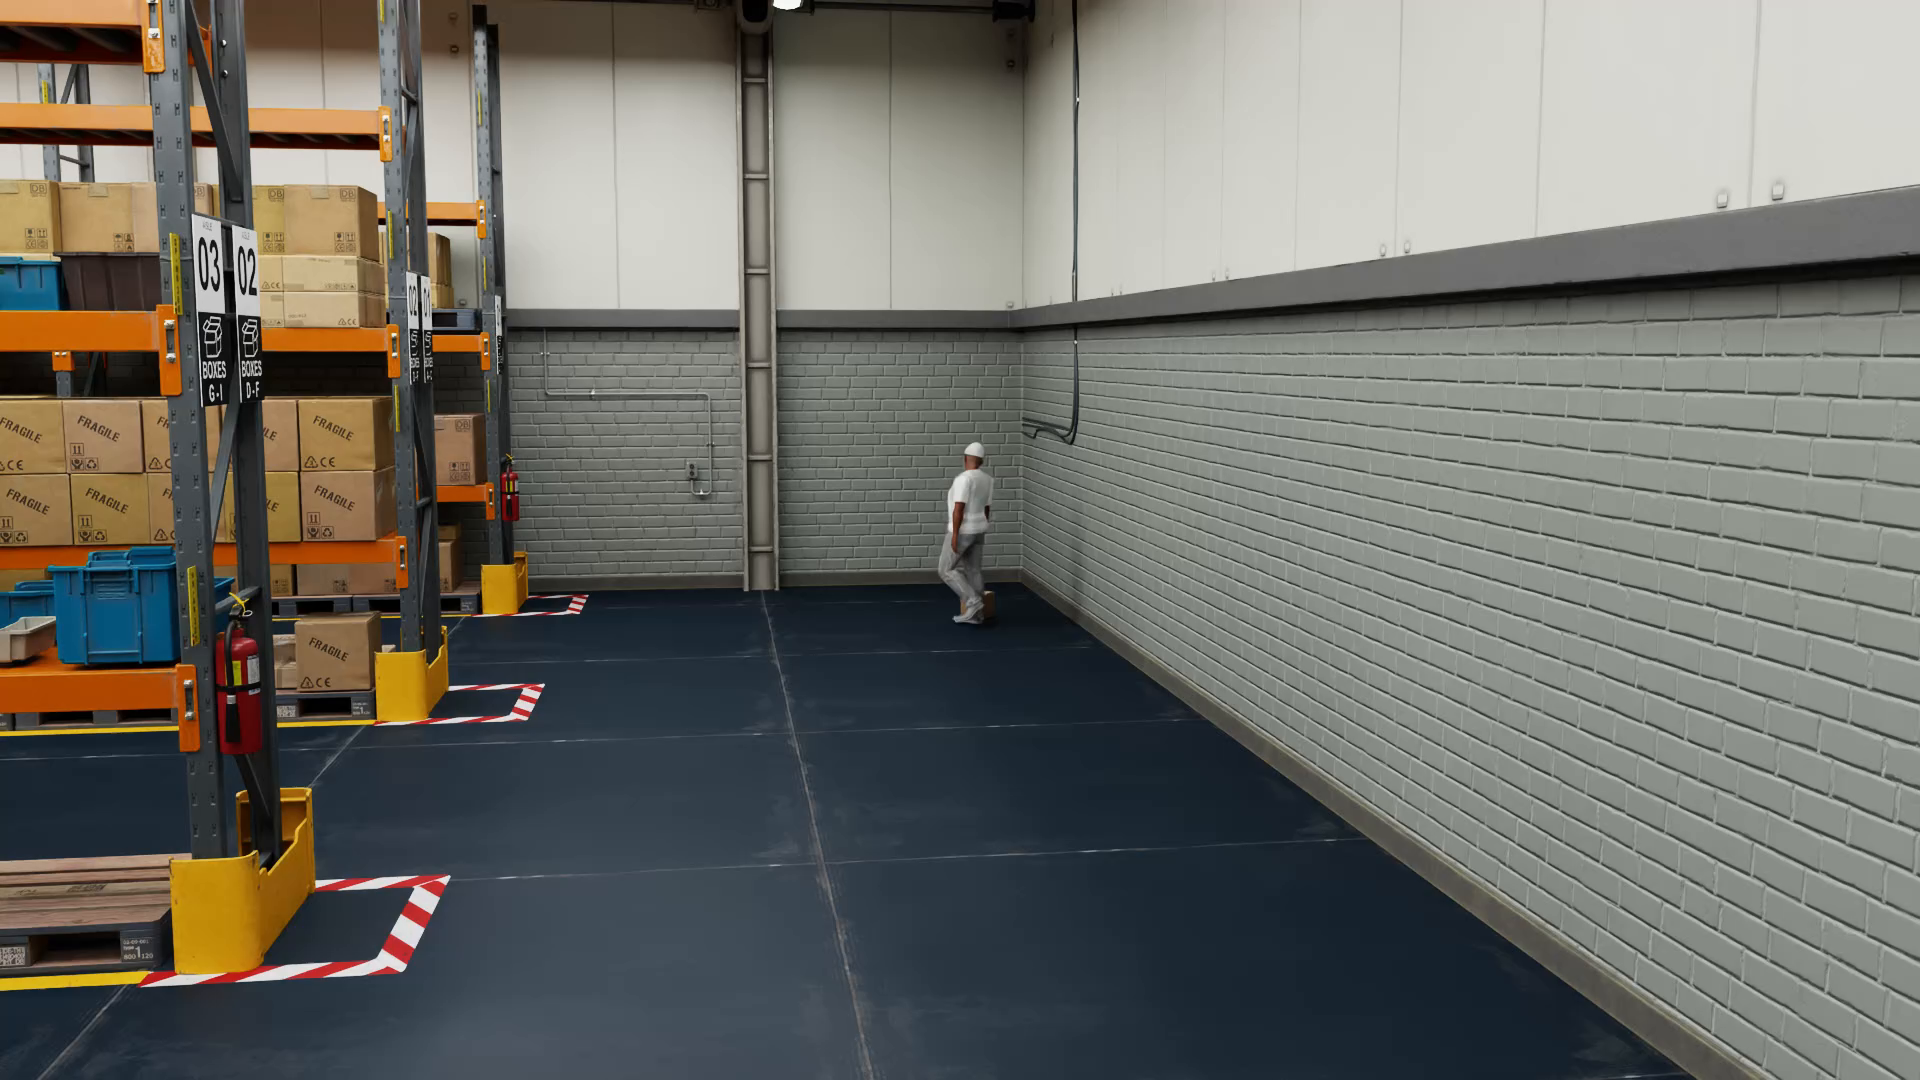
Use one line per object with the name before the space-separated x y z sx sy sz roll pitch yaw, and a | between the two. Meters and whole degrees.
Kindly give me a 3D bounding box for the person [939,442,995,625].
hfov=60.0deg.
person | 0.102 -0.056 15.999 0.465 1.760 0.595 5 8 37
